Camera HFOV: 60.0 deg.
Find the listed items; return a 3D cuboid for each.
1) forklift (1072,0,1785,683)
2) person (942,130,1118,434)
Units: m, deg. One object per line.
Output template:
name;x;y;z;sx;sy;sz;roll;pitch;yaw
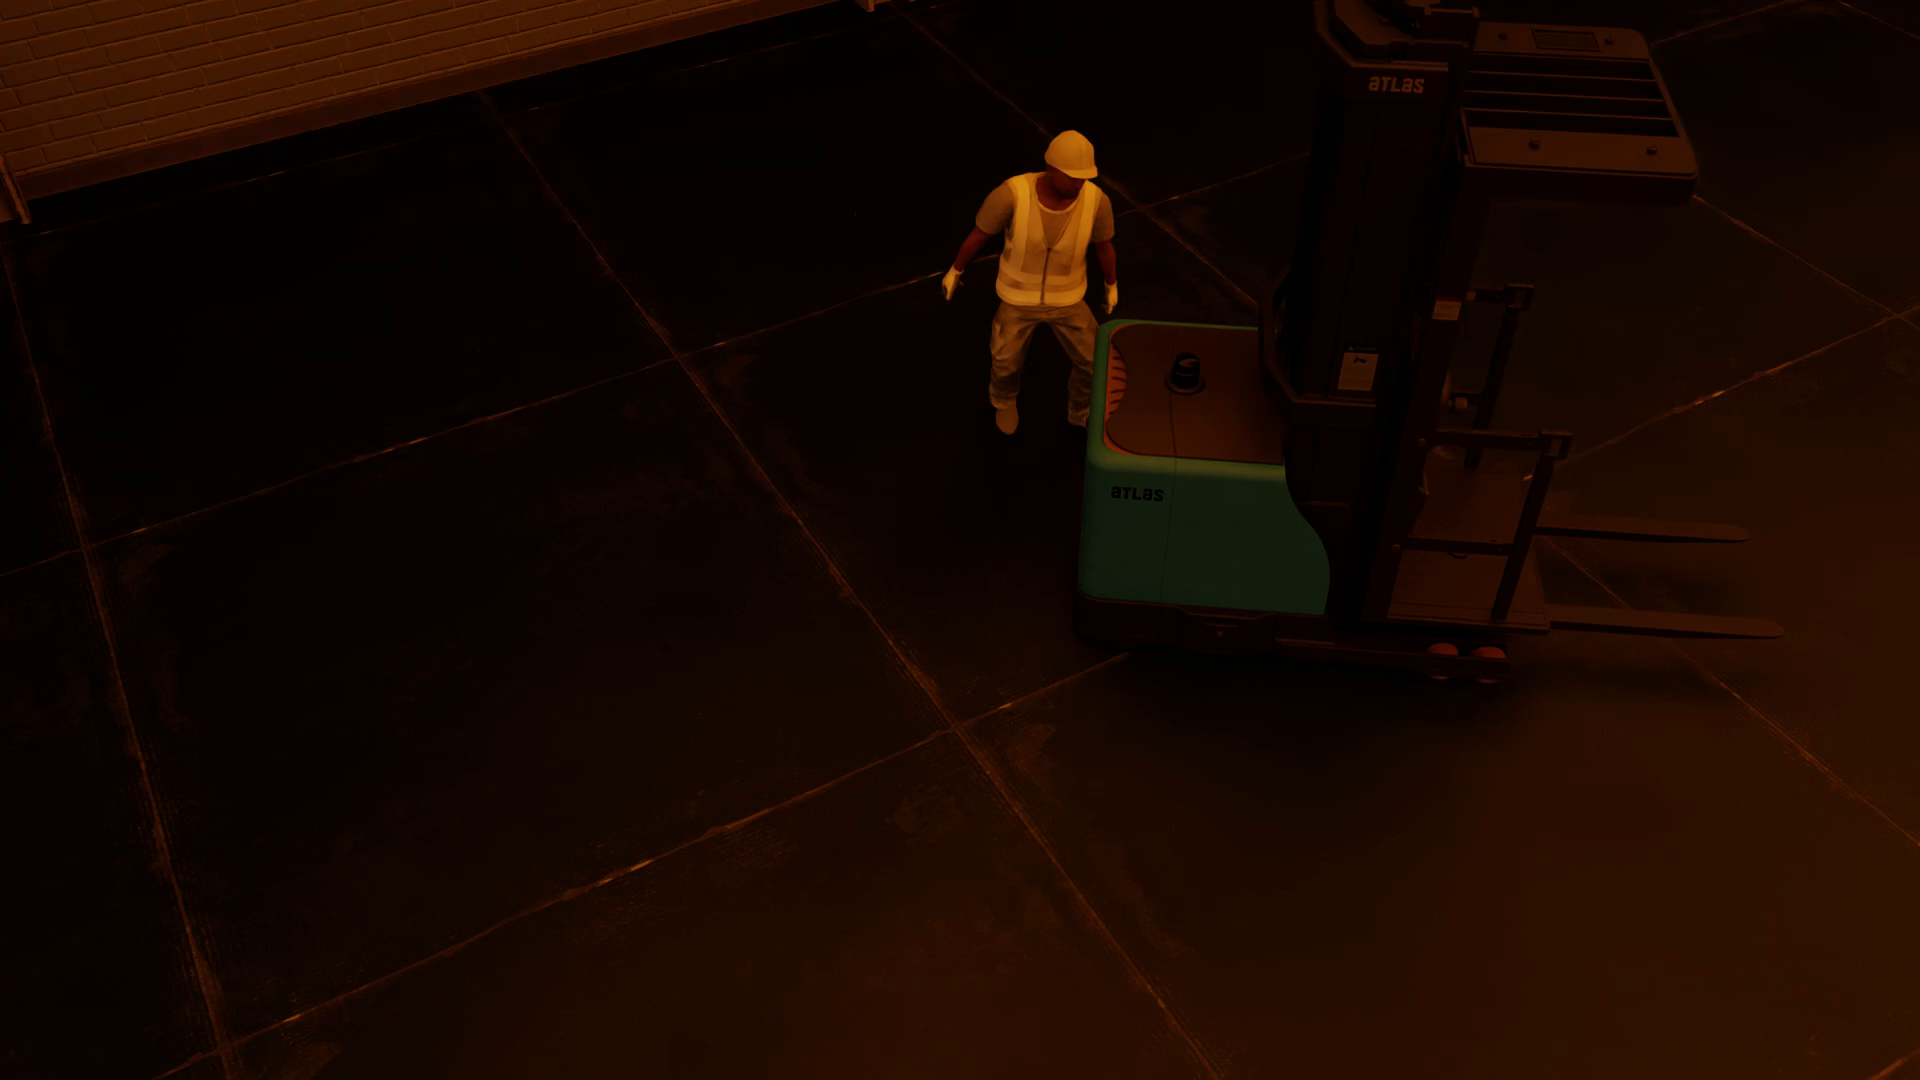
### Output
forklift;2.047;-0.839;6.603;3.031;2.935;1.130;4;43;4
person;0.367;-1.191;7.900;0.907;1.741;0.486;0;43;0
